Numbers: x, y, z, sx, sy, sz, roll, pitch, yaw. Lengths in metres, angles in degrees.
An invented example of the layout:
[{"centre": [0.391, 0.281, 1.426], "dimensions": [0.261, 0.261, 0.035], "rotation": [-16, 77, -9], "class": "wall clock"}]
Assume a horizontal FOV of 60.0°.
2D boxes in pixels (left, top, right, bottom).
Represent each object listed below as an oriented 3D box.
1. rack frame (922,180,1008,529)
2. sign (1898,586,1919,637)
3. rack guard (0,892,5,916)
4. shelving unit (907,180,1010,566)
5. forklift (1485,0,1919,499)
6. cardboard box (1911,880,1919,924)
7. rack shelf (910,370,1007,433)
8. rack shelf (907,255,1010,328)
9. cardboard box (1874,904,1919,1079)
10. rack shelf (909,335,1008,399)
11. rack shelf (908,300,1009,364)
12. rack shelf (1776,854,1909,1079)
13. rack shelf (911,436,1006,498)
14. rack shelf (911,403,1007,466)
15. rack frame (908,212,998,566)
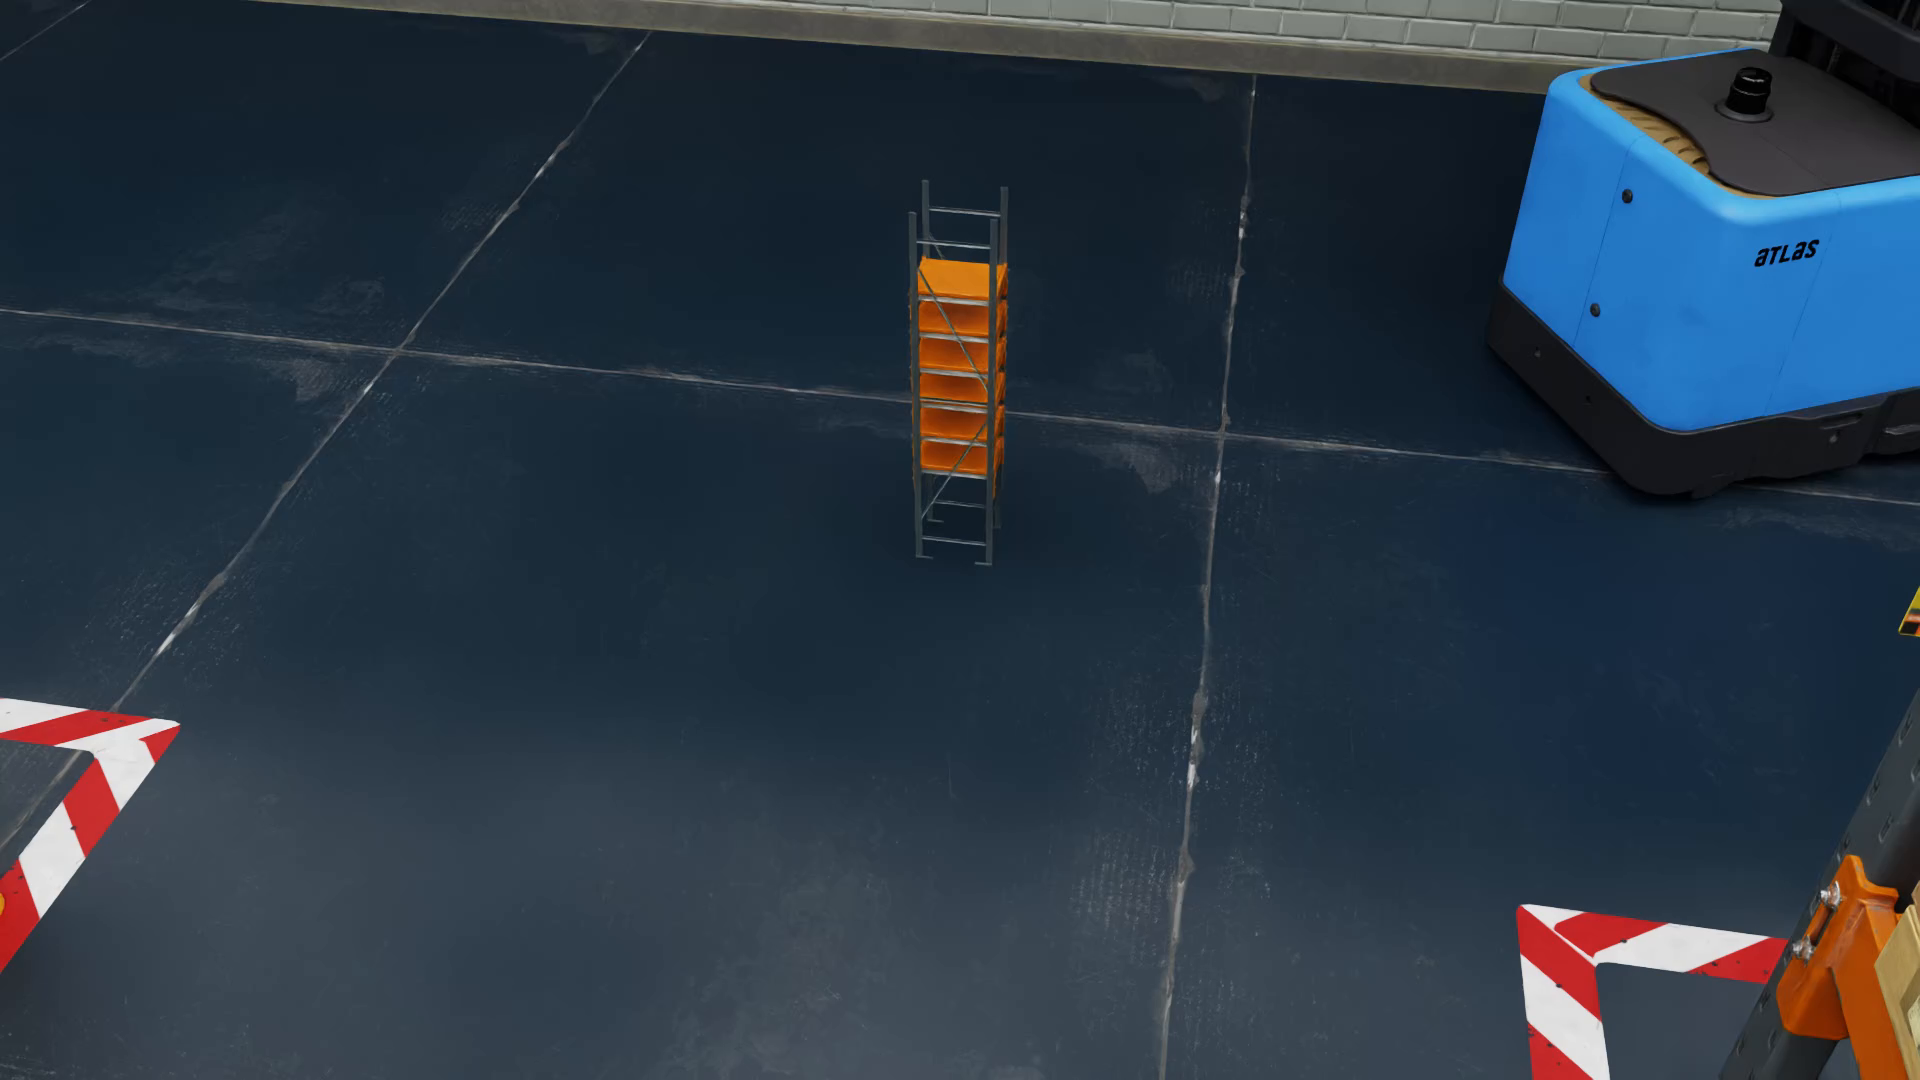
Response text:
[{"centre": [0.013, -0.511, 4.926], "dimensions": [0.240, 1.200, 0.006], "rotation": [6, 40, 8], "class": "rack frame"}, {"centre": [1.355, 0.010, 2.205], "dimensions": [0.100, 0.325, 0.005], "rotation": [6, 40, 8], "class": "sign"}, {"centre": [-2.974, 0.741, 3.961], "dimensions": [1.175, 0.500, 0.348], "rotation": [6, 40, 8], "class": "rack guard"}, {"centre": [-0.002, -0.453, 4.857], "dimensions": [0.258, 1.200, 0.189], "rotation": [6, 40, 8], "class": "shelving unit"}, {"centre": [3.474, -1.801, 5.128], "dimensions": [3.031, 2.935, 1.130], "rotation": [-11, 41, -13], "class": "forklift"}, {"centre": [1.539, 0.501, 1.978], "dimensions": [0.500, 0.500, 0.500], "rotation": [8, 40, 10], "class": "cardboard box"}, {"centre": [-0.002, -0.419, 4.885], "dimensions": [0.258, 0.103, 0.180], "rotation": [6, 40, 8], "class": "rack shelf"}, {"centre": [-0.002, -0.697, 4.656], "dimensions": [0.258, 0.103, 0.180], "rotation": [6, 40, 8], "class": "rack shelf"}, {"centre": [1.510, 0.667, 2.286], "dimensions": [0.380, 0.149, 0.250], "rotation": [6, 40, 7], "class": "cardboard box"}, {"centre": [-0.002, -0.512, 4.809], "dimensions": [0.258, 0.103, 0.180], "rotation": [6, 40, 8], "class": "rack shelf"}, {"centre": [-0.002, -0.604, 4.732], "dimensions": [0.258, 0.103, 0.180], "rotation": [6, 40, 8], "class": "rack shelf"}, {"centre": [1.543, 1.935, 1.120], "dimensions": [1.077, 0.370, 4.000], "rotation": [6, 40, 8], "class": "rack shelf"}, {"centre": [-0.002, -0.234, 5.038], "dimensions": [0.258, 0.103, 0.180], "rotation": [6, 40, 8], "class": "rack shelf"}, {"centre": [-0.002, -0.327, 4.961], "dimensions": [0.258, 0.103, 0.180], "rotation": [6, 40, 8], "class": "rack shelf"}, {"centre": [-0.018, -0.396, 4.787], "dimensions": [0.240, 1.200, 0.006], "rotation": [6, 40, 8], "class": "rack frame"}]
